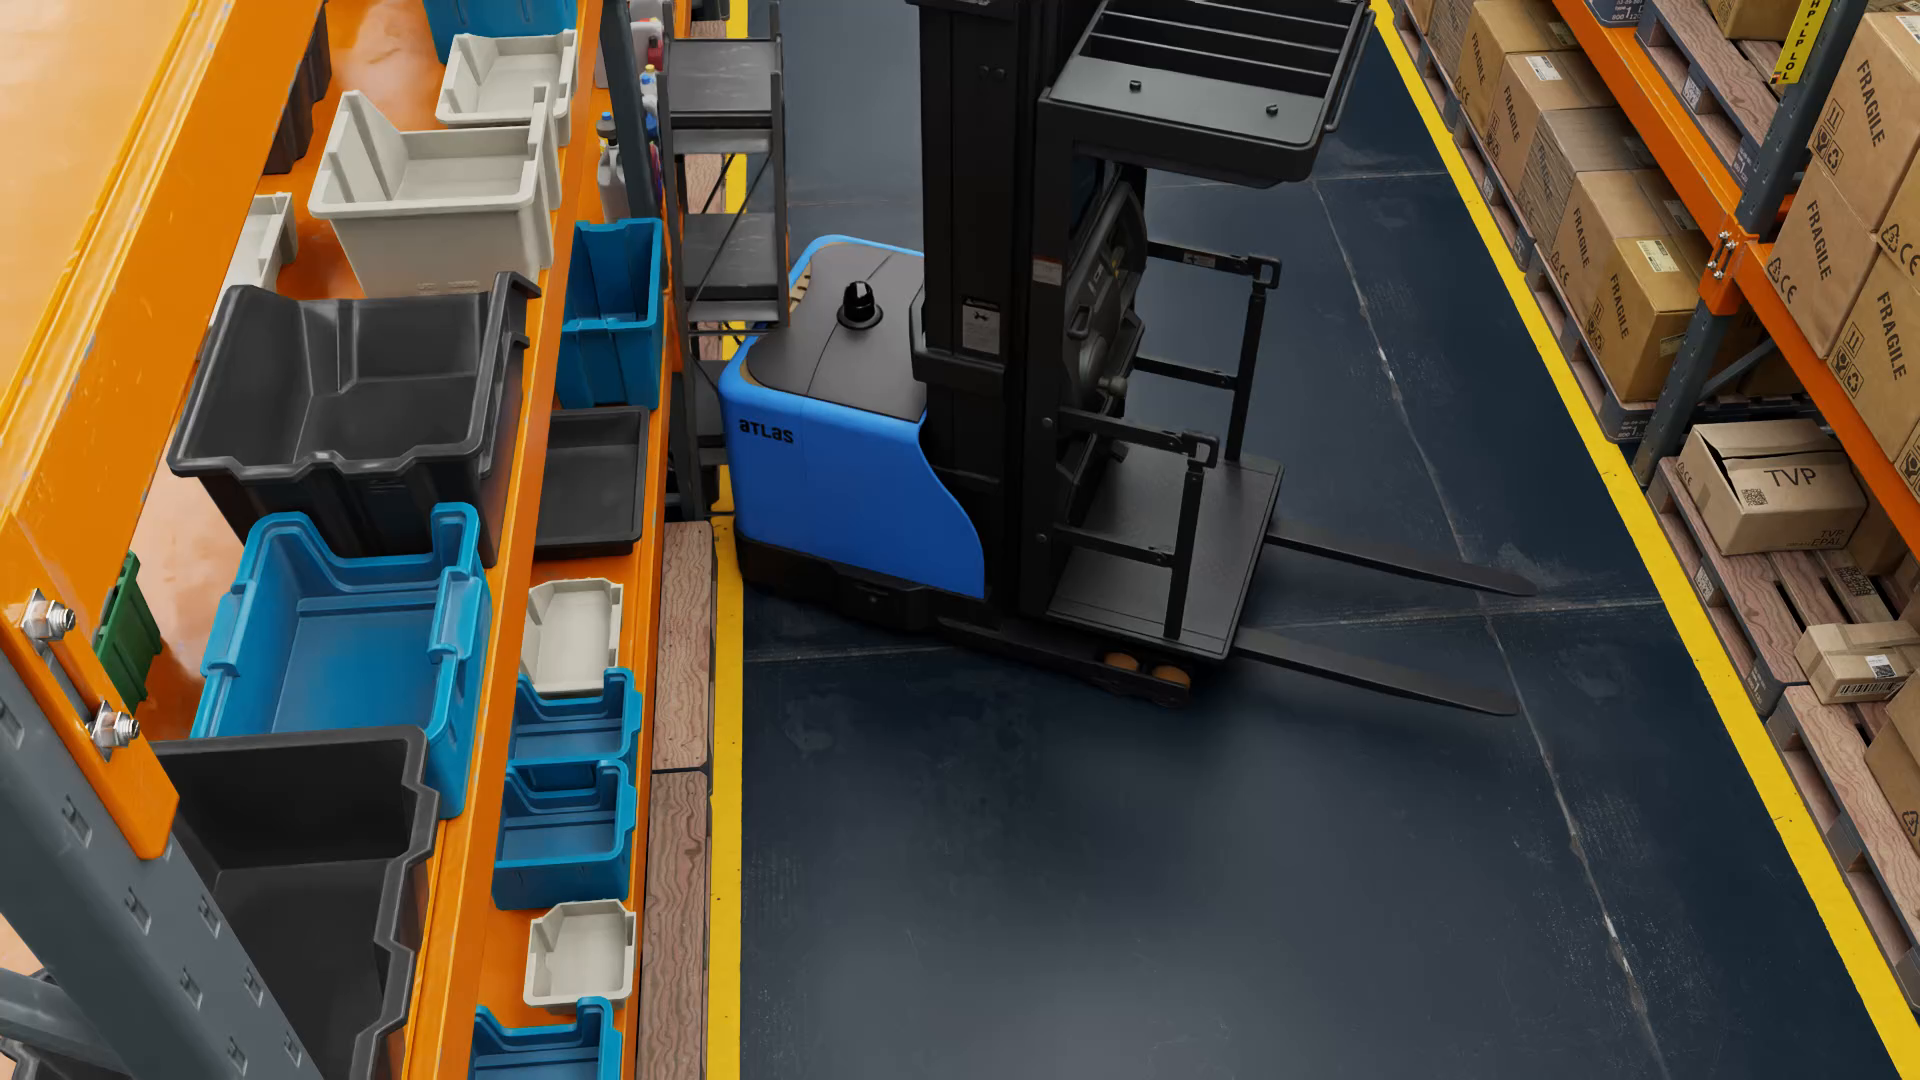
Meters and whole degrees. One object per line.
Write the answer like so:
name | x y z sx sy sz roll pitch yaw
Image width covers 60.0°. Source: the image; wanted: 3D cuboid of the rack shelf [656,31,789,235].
rack shelf | -0.818 -1.419 5.798 0.431 0.518 0.480 -2 44 -5

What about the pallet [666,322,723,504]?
pallet | -1.565 -0.630 7.338 1.003 0.211 1.213 -3 47 -3

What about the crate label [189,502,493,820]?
crate label | -0.962 0.198 2.669 0.408 0.251 0.502 -3 47 -3

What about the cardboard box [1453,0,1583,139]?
cardboard box | 2.900 -2.424 8.535 0.500 0.500 0.500 -4 47 -4

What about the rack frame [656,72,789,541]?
rack frame | -0.829 -0.757 6.102 0.400 2.100 0.015 -2 44 -5

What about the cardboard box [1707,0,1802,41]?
cardboard box | 3.457 -2.355 6.693 0.700 0.500 0.500 3 47 3

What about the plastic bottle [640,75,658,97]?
plastic bottle | -1.214 -1.692 6.512 0.097 0.271 0.097 0 47 0

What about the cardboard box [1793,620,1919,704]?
cardboard box | 3.297 0.439 6.054 0.380 0.166 0.250 -3 47 -3

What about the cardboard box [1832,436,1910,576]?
cardboard box | 3.725 -0.223 6.451 0.500 0.500 0.500 -3 47 -3

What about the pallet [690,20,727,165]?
pallet | -1.769 -2.395 9.010 1.003 0.211 1.213 -3 47 -3

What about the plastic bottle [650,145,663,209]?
plastic bottle | -1.158 -1.376 6.204 0.061 0.283 0.133 -3 47 -3

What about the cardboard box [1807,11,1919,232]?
cardboard box | 3.154 -1.347 5.338 0.500 0.500 0.500 -2 47 -2

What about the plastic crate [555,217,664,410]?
plastic crate | -1.163 -0.726 5.478 0.392 0.384 0.575 -3 47 -3

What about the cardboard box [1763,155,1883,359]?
cardboard box | 3.166 -0.976 5.676 0.500 0.500 0.500 -2 47 -2

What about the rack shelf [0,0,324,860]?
rack shelf | -1.374 -1.259 2.652 1.077 0.370 4.000 -3 47 -3

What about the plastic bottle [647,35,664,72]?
plastic bottle | -1.222 -1.922 6.721 0.061 0.283 0.133 -3 47 -3

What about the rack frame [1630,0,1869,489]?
rack frame | 3.395 -1.327 6.077 1.000 3.000 0.127 -3 47 -3

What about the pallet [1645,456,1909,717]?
pallet | 3.451 0.129 6.619 1.003 0.211 1.213 -3 47 -3

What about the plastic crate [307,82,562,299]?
plastic crate | -1.085 -0.747 3.544 0.437 0.282 0.530 -3 47 -3

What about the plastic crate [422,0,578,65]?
plastic crate | -1.147 -1.363 4.161 0.416 0.233 0.300 -3 47 -3

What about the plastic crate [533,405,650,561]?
plastic crate | -1.180 -0.161 5.121 0.437 0.125 0.590 -3 47 -3

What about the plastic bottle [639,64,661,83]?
plastic bottle | -1.230 -1.809 6.671 0.097 0.201 0.097 0 47 0

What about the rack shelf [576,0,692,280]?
rack shelf | -1.709 -2.228 7.426 1.077 0.370 4.000 -3 47 -3

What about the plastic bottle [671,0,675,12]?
plastic bottle | -1.323 -2.464 7.188 0.144 0.351 0.185 -3 47 -3

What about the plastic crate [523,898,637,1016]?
plastic crate | -0.901 1.009 4.005 0.250 0.136 0.298 -3 47 -3

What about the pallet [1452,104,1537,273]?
pallet | 3.184 -1.839 8.482 1.003 0.211 1.213 -3 47 -3

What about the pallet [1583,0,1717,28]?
pallet | 3.227 -2.748 7.555 1.003 0.211 1.213 -3 47 -3

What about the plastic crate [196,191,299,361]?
plastic crate | -1.627 -0.555 3.462 0.437 0.136 0.530 -3 47 -3

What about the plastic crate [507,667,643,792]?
plastic crate | -1.035 0.534 4.388 0.416 0.233 0.300 -3 47 -3

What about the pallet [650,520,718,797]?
pallet | -1.441 0.460 6.305 1.003 0.211 1.213 -3 47 -3

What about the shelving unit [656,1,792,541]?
shelving unit | -0.850 -0.927 6.275 0.431 2.100 0.503 -2 44 -5

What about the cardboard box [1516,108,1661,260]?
cardboard box | 2.993 -1.679 7.829 0.500 0.500 0.500 -3 47 -3

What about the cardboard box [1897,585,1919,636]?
cardboard box | 3.788 0.384 6.005 0.500 0.311 0.500 -3 47 -3

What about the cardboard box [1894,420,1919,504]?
cardboard box | 3.251 -0.243 4.982 0.500 0.500 0.500 -4 47 -4

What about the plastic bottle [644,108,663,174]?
plastic bottle | -1.194 -1.524 6.353 0.097 0.271 0.097 0 47 0

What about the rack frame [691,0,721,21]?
rack frame | -1.876 -3.922 8.535 1.000 3.000 0.127 -3 47 -3

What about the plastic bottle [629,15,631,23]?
plastic bottle | -1.420 -2.135 6.979 0.097 0.201 0.097 0 47 0

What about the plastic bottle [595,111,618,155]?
plastic bottle | -1.354 -1.562 6.436 0.097 0.201 0.097 0 47 0

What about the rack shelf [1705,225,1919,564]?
rack shelf | 3.562 0.368 4.968 1.077 0.370 4.000 -3 47 -3

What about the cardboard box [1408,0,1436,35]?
cardboard box | 2.813 -3.166 9.237 0.500 0.500 0.500 -2 47 -2

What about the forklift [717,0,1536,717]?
forklift | 0.683 -0.813 5.638 3.031 2.935 1.130 14 48 13

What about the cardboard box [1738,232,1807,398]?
cardboard box | 3.597 -0.983 7.170 0.500 0.500 0.500 -5 47 -5

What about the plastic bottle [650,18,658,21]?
plastic bottle | -1.261 -2.073 6.921 0.097 0.201 0.097 0 47 0

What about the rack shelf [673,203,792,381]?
rack shelf | -0.851 -0.917 6.285 0.431 0.518 0.480 -2 44 -5

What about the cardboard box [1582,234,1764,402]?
cardboard box | 3.068 -0.958 7.146 0.500 0.500 0.500 -4 47 -4
